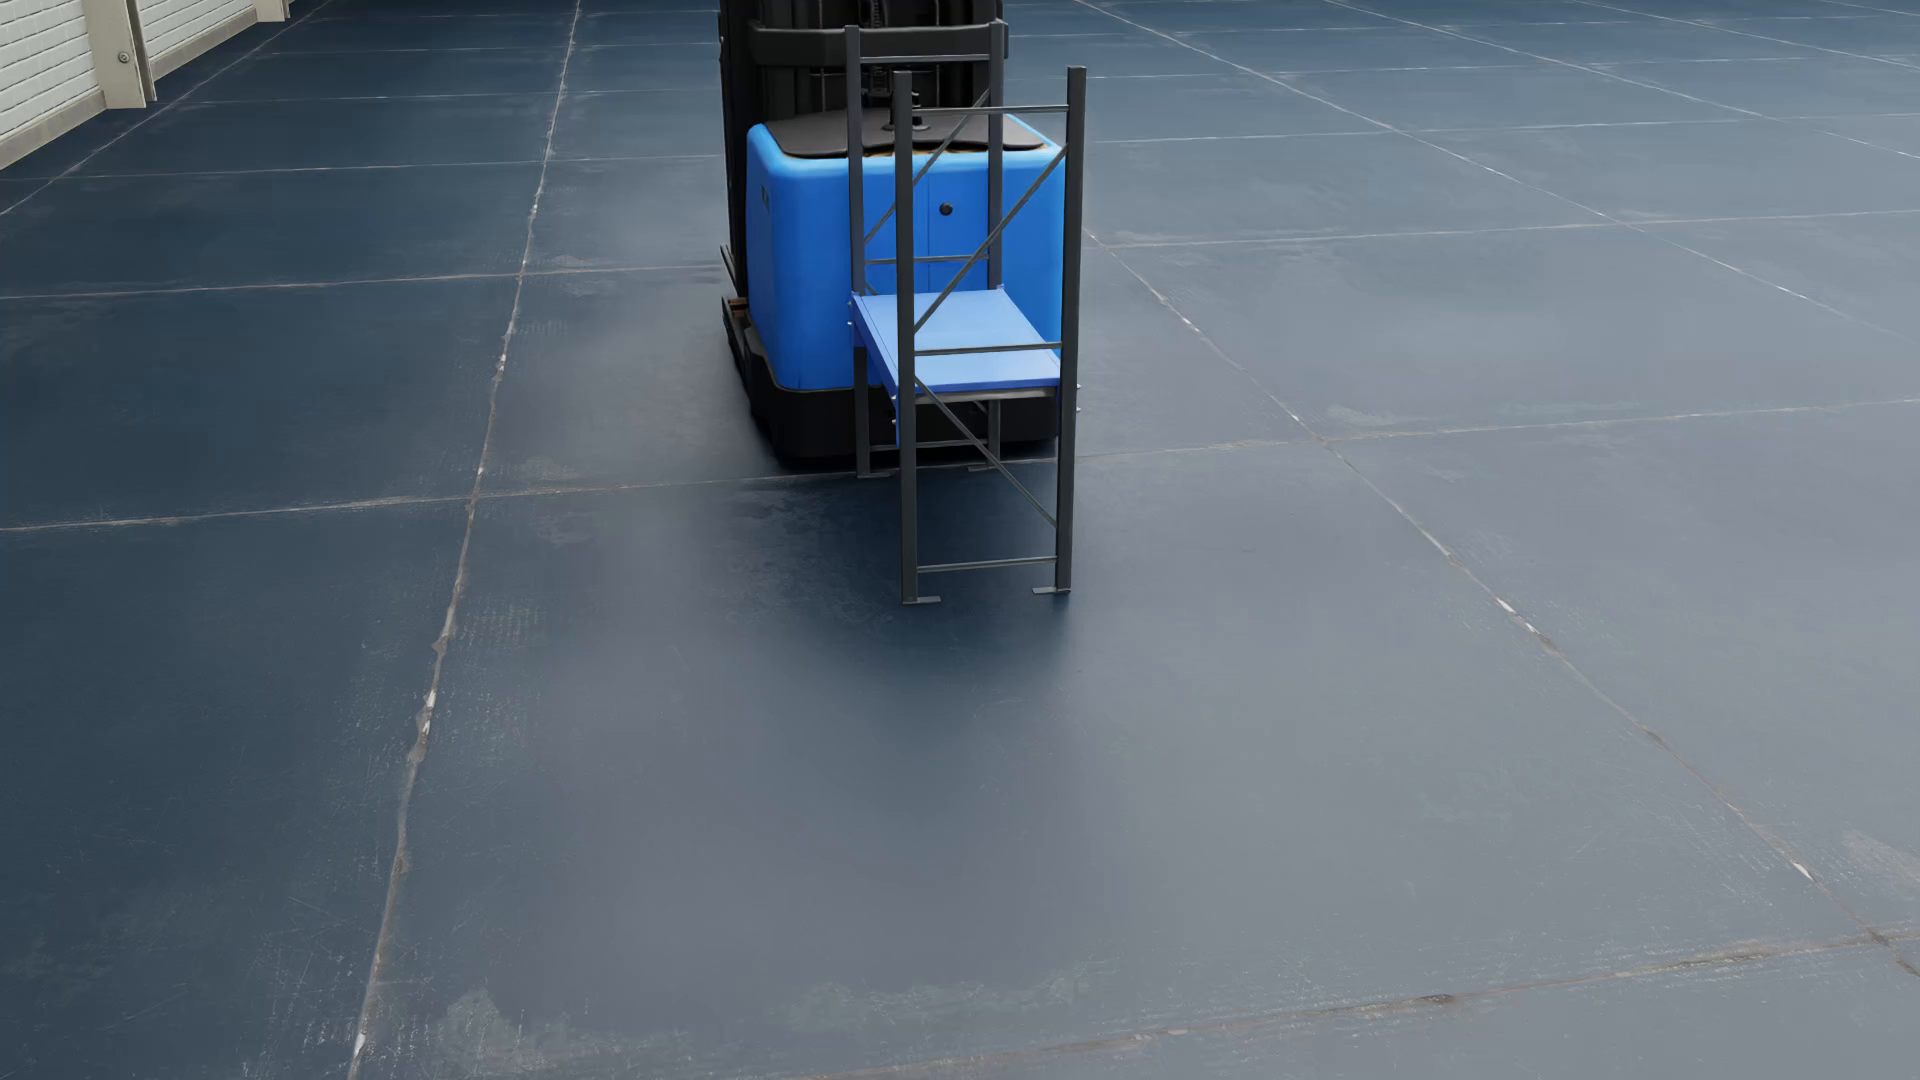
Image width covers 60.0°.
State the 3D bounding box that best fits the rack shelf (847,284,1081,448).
[{"bbox_3d":[-0.016,-0.556,5.099,0.538,0.185,1.000,-4,24,-10],"label":"rack shelf"}]

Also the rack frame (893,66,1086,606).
[{"bbox_3d":[0.078,-0.521,4.569,0.500,1.500,0.032,-4,24,-10],"label":"rack frame"}]

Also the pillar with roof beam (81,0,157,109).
[{"bbox_3d":[-2.318,-7.880,12.049,9.100,9.000,0.400,-4,24,-10],"label":"pillar with roof beam"}]

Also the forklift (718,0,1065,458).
[{"bbox_3d":[-0.428,-2.189,6.599,1.130,2.935,3.031,-5,24,-11],"label":"forklift"}]

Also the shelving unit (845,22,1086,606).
[{"bbox_3d":[-0.016,-0.721,5.027,0.538,1.500,1.048,-4,24,-10],"label":"shelving unit"}]

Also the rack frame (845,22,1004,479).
[{"bbox_3d":[-0.110,-0.921,5.484,0.500,1.500,0.032,-4,24,-10],"label":"rack frame"}]

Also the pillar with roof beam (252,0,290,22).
[{"bbox_3d":[-3.428,-10.240,17.453,9.100,9.000,0.400,-4,24,-10],"label":"pillar with roof beam"}]
